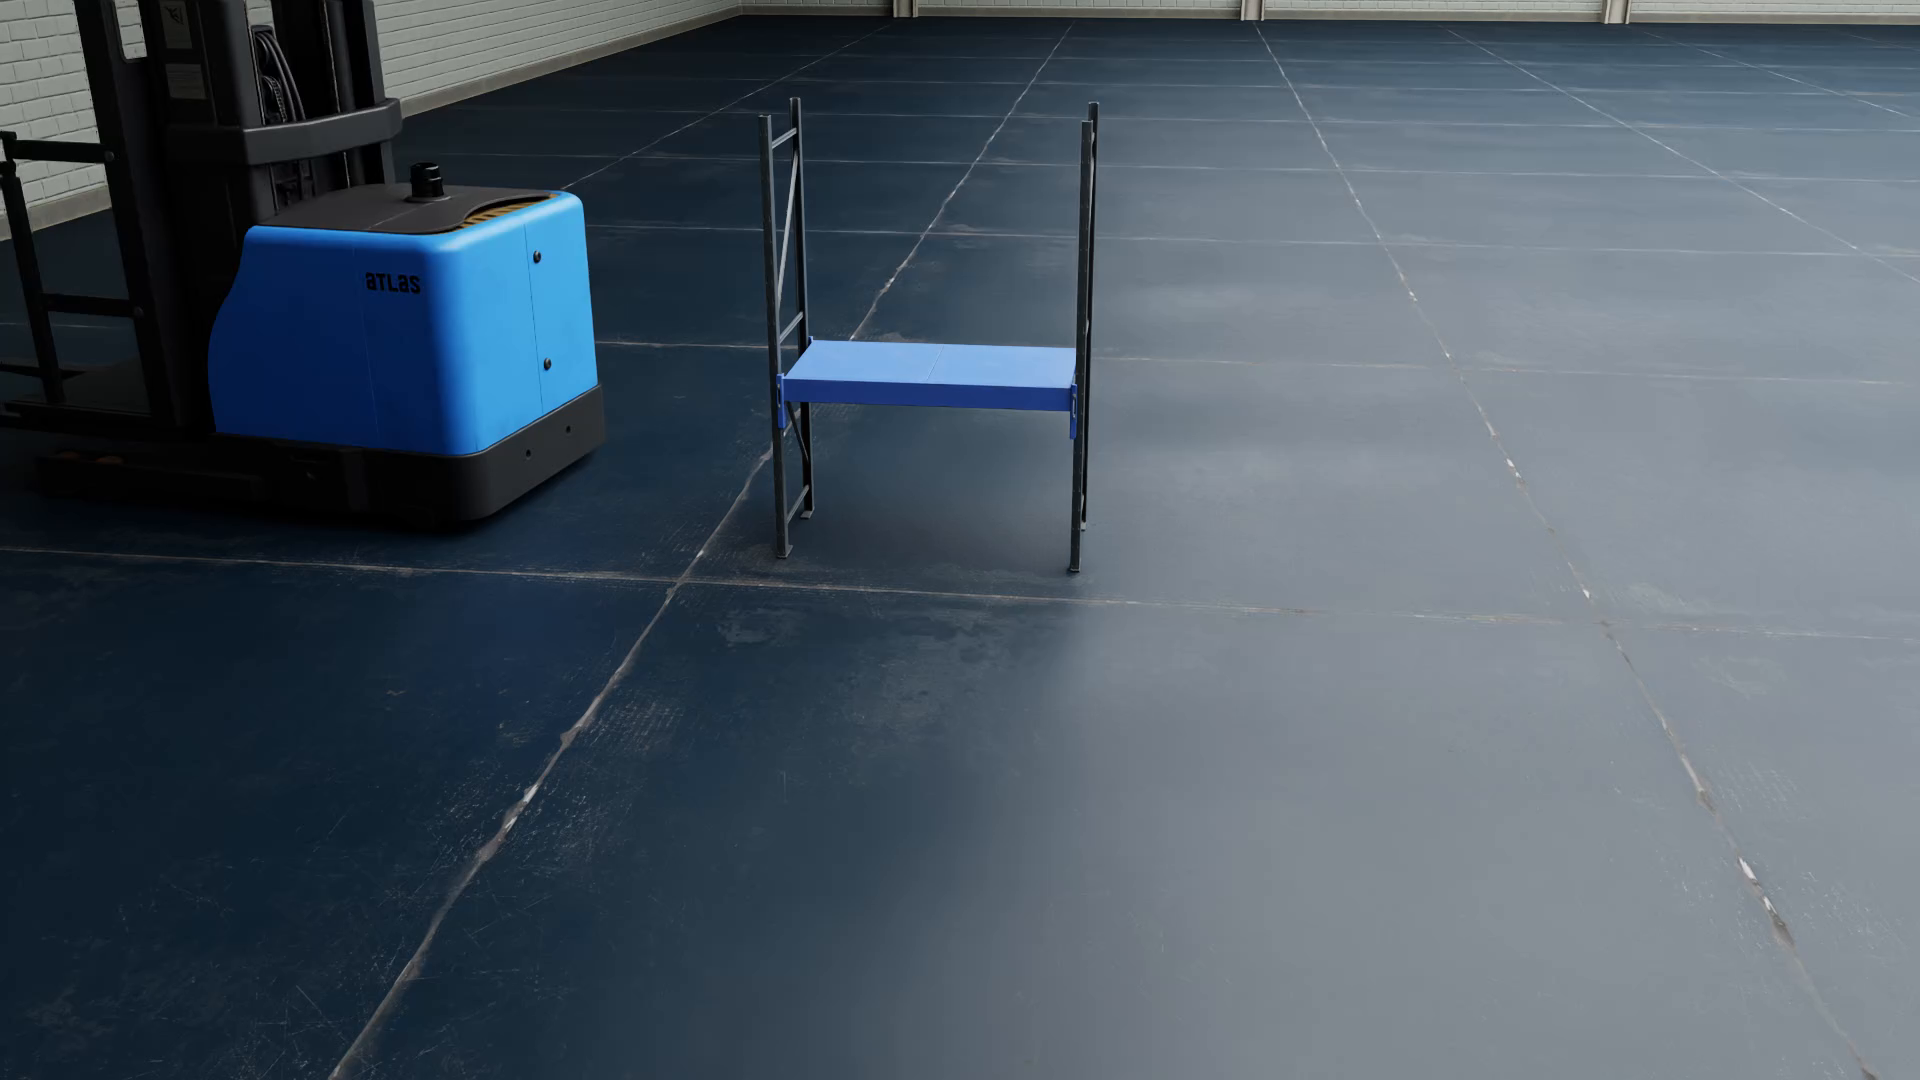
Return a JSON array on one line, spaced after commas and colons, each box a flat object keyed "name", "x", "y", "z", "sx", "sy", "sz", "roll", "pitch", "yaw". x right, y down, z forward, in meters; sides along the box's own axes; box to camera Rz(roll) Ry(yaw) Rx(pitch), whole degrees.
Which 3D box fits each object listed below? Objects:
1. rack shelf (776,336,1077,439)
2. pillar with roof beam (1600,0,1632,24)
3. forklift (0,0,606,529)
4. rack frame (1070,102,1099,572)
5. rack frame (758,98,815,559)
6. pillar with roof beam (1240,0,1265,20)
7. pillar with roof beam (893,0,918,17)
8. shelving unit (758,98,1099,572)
[{"name": "rack shelf", "x": -0.085, "y": -0.534, "z": 5.740, "sx": 1.000, "sy": 0.185, "sz": 0.538, "roll": 2, "pitch": 22, "yaw": 6}, {"name": "pillar with roof beam", "x": 10.457, "y": -11.280, "z": 22.232, "sx": 0.400, "sy": 9.000, "sz": 9.100, "roll": 2, "pitch": 22, "yaw": 6}, {"name": "forklift", "x": -3.016, "y": -1.694, "z": 6.238, "sx": 3.031, "sy": 2.935, "sz": 1.130, "roll": 6, "pitch": 22, "yaw": 15}, {"name": "rack frame", "x": 0.420, "y": -0.679, "z": 5.618, "sx": 0.032, "sy": 1.500, "sz": 0.500, "roll": 2, "pitch": 22, "yaw": 6}, {"name": "rack frame", "x": -0.590, "y": -0.723, "z": 5.729, "sx": 0.032, "sy": 1.500, "sz": 0.500, "roll": 2, "pitch": 22, "yaw": 6}, {"name": "pillar with roof beam", "x": 4.499, "y": -11.539, "z": 22.888, "sx": 0.400, "sy": 9.000, "sz": 9.100, "roll": 2, "pitch": 22, "yaw": 6}, {"name": "pillar with roof beam", "x": -1.459, "y": -11.799, "z": 23.545, "sx": 0.400, "sy": 9.000, "sz": 9.100, "roll": 2, "pitch": 22, "yaw": 6}, {"name": "shelving unit", "x": -0.085, "y": -0.701, "z": 5.673, "sx": 1.048, "sy": 1.500, "sz": 0.538, "roll": 2, "pitch": 22, "yaw": 6}]
